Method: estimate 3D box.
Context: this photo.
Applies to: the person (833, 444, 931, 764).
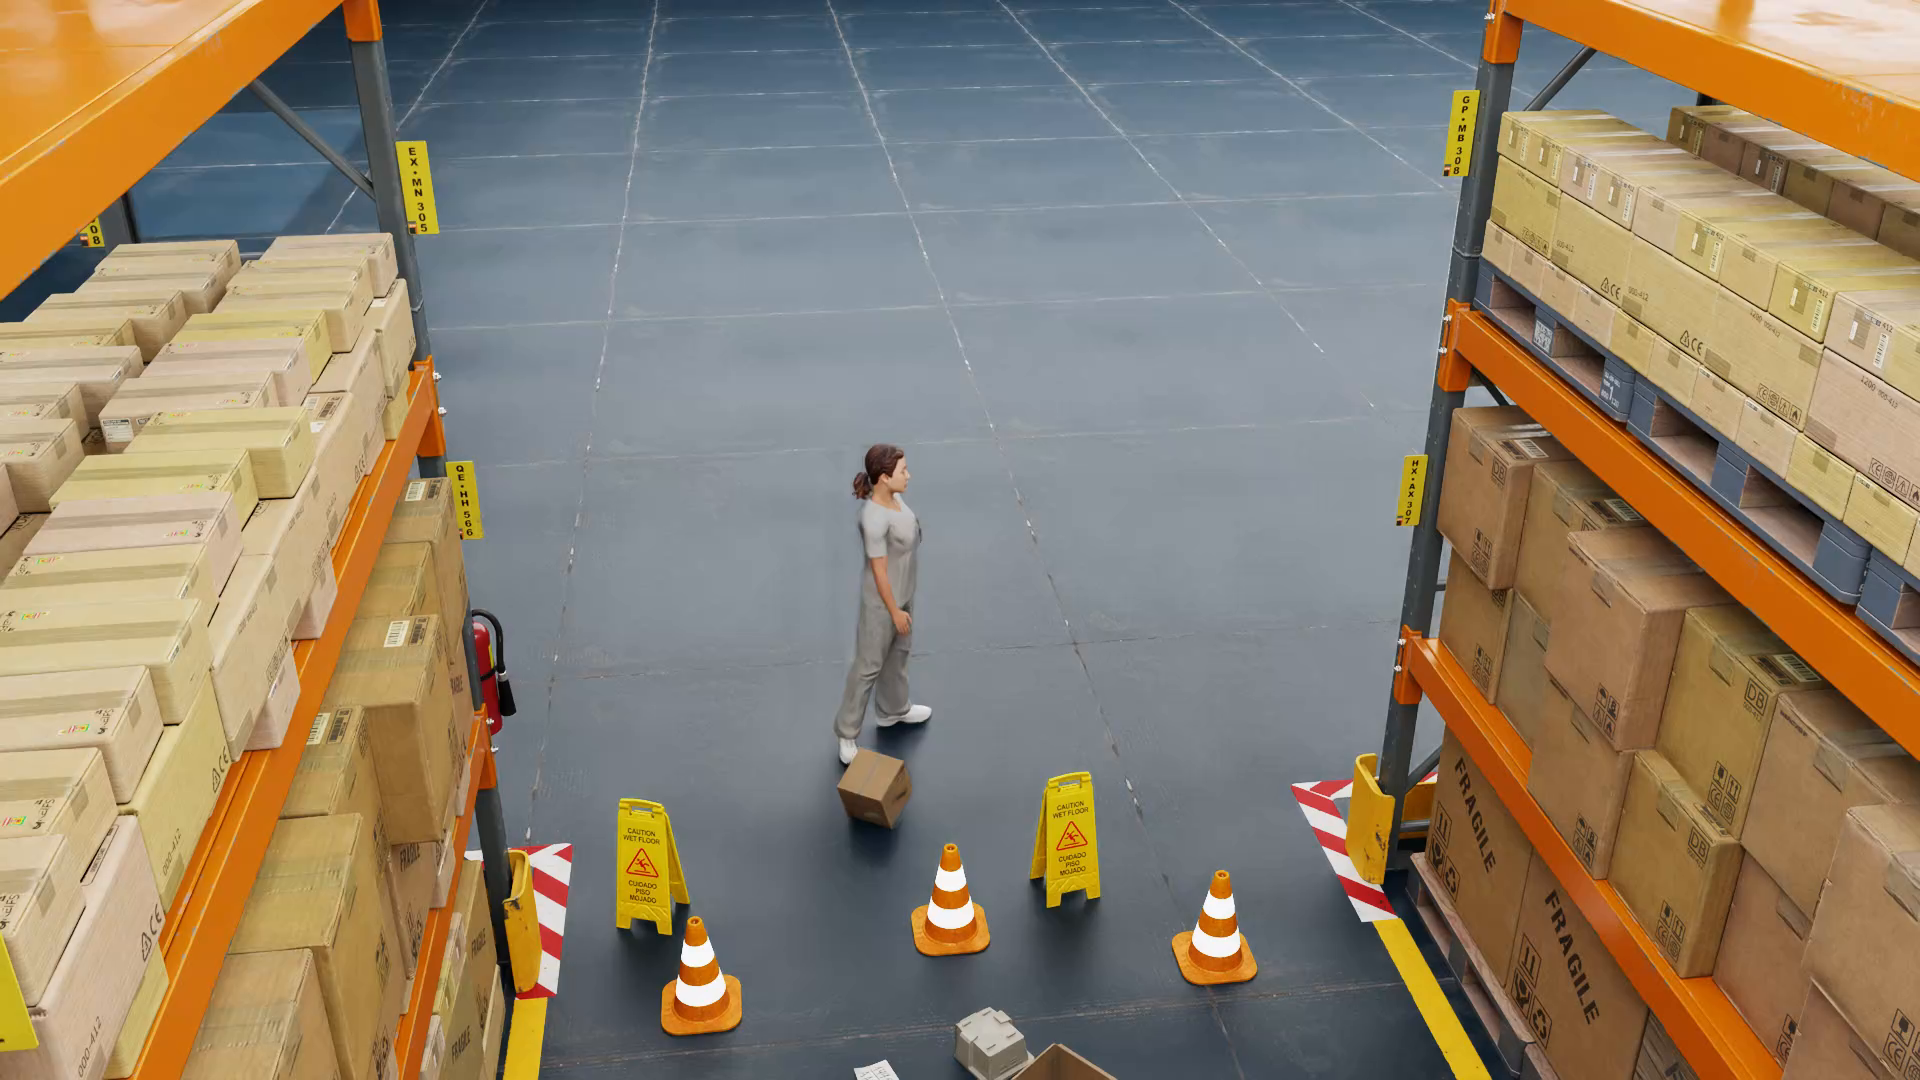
[{"bbox_3d":[-0.430,0.328,8.466,0.445,1.658,0.625,7,28,13],"label":"person"}]
